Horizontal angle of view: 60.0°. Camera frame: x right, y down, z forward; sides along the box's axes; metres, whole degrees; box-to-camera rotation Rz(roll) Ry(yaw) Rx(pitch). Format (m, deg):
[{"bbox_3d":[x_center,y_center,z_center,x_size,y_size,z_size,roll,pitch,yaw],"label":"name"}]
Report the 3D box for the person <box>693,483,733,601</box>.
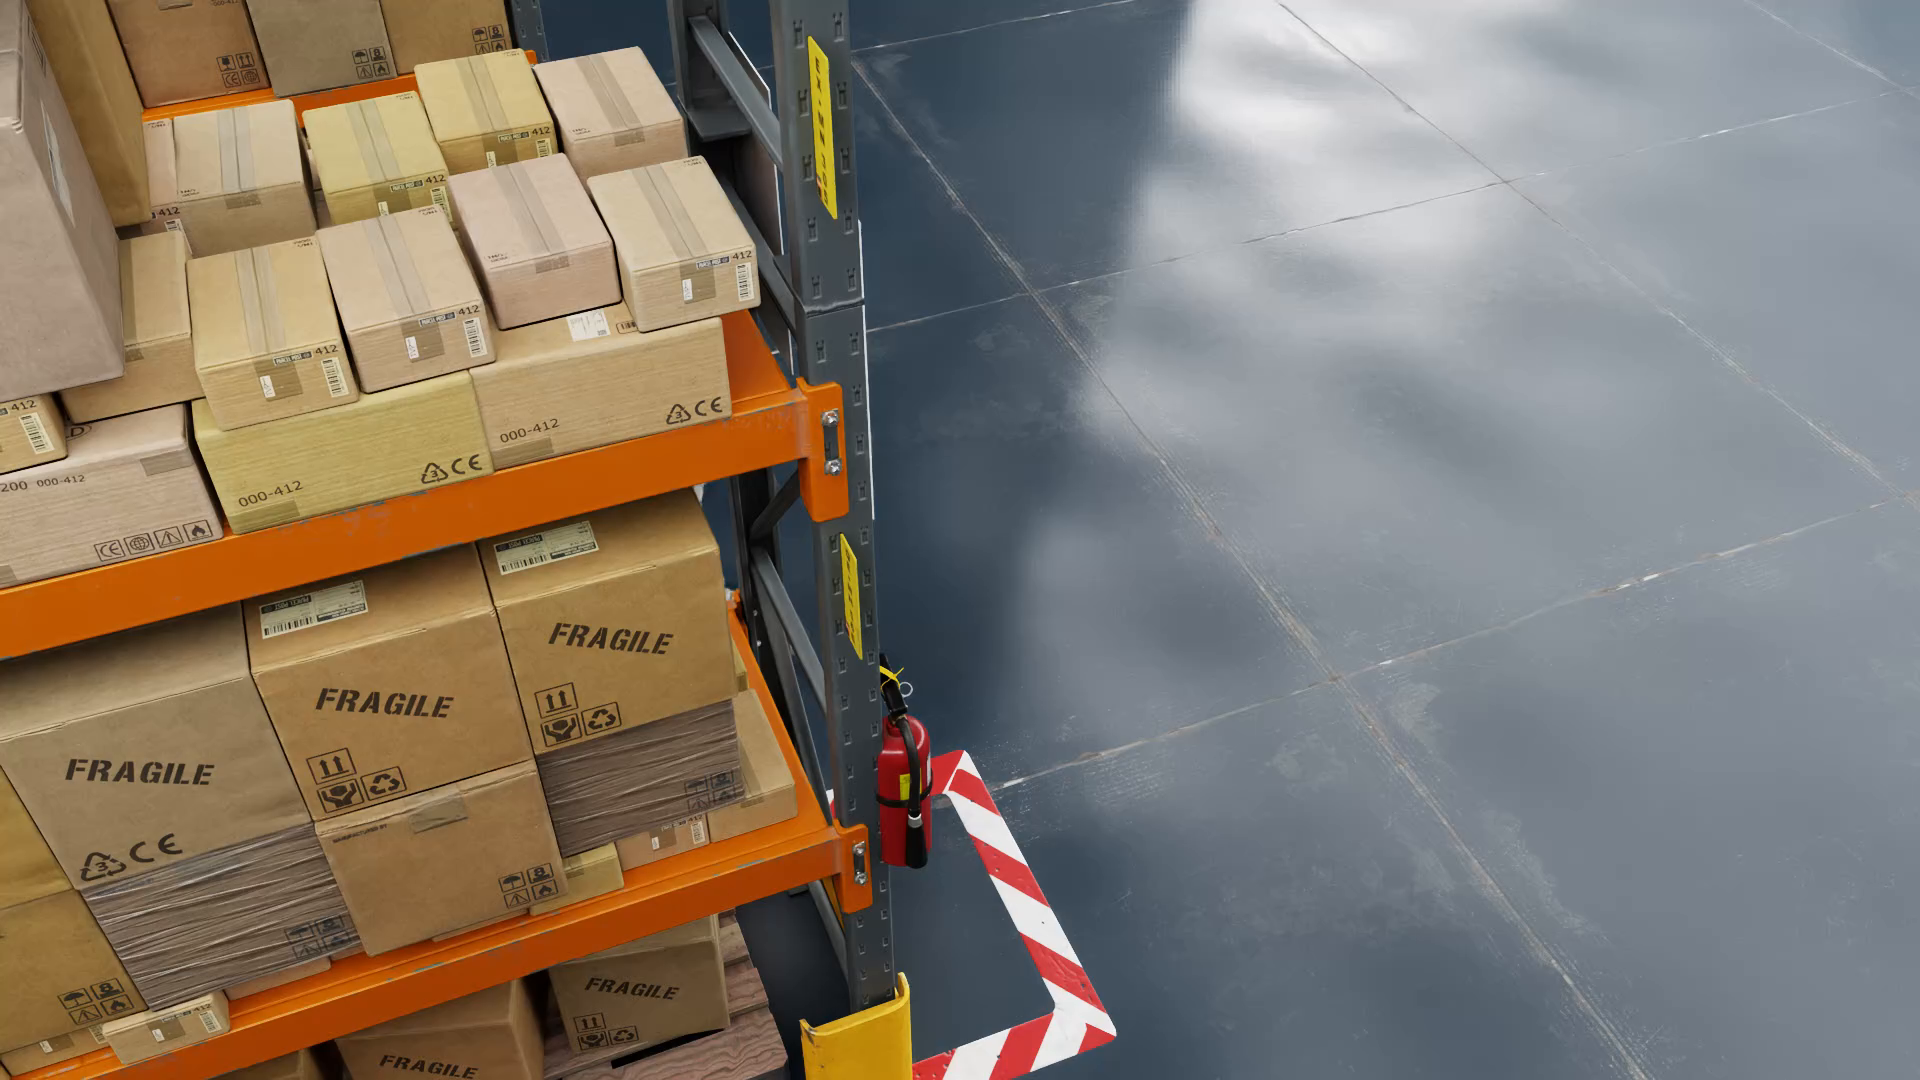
[{"bbox_3d":[-1.134,-0.176,6.363,0.764,1.563,0.447,0,42,-1],"label":"person"}]
